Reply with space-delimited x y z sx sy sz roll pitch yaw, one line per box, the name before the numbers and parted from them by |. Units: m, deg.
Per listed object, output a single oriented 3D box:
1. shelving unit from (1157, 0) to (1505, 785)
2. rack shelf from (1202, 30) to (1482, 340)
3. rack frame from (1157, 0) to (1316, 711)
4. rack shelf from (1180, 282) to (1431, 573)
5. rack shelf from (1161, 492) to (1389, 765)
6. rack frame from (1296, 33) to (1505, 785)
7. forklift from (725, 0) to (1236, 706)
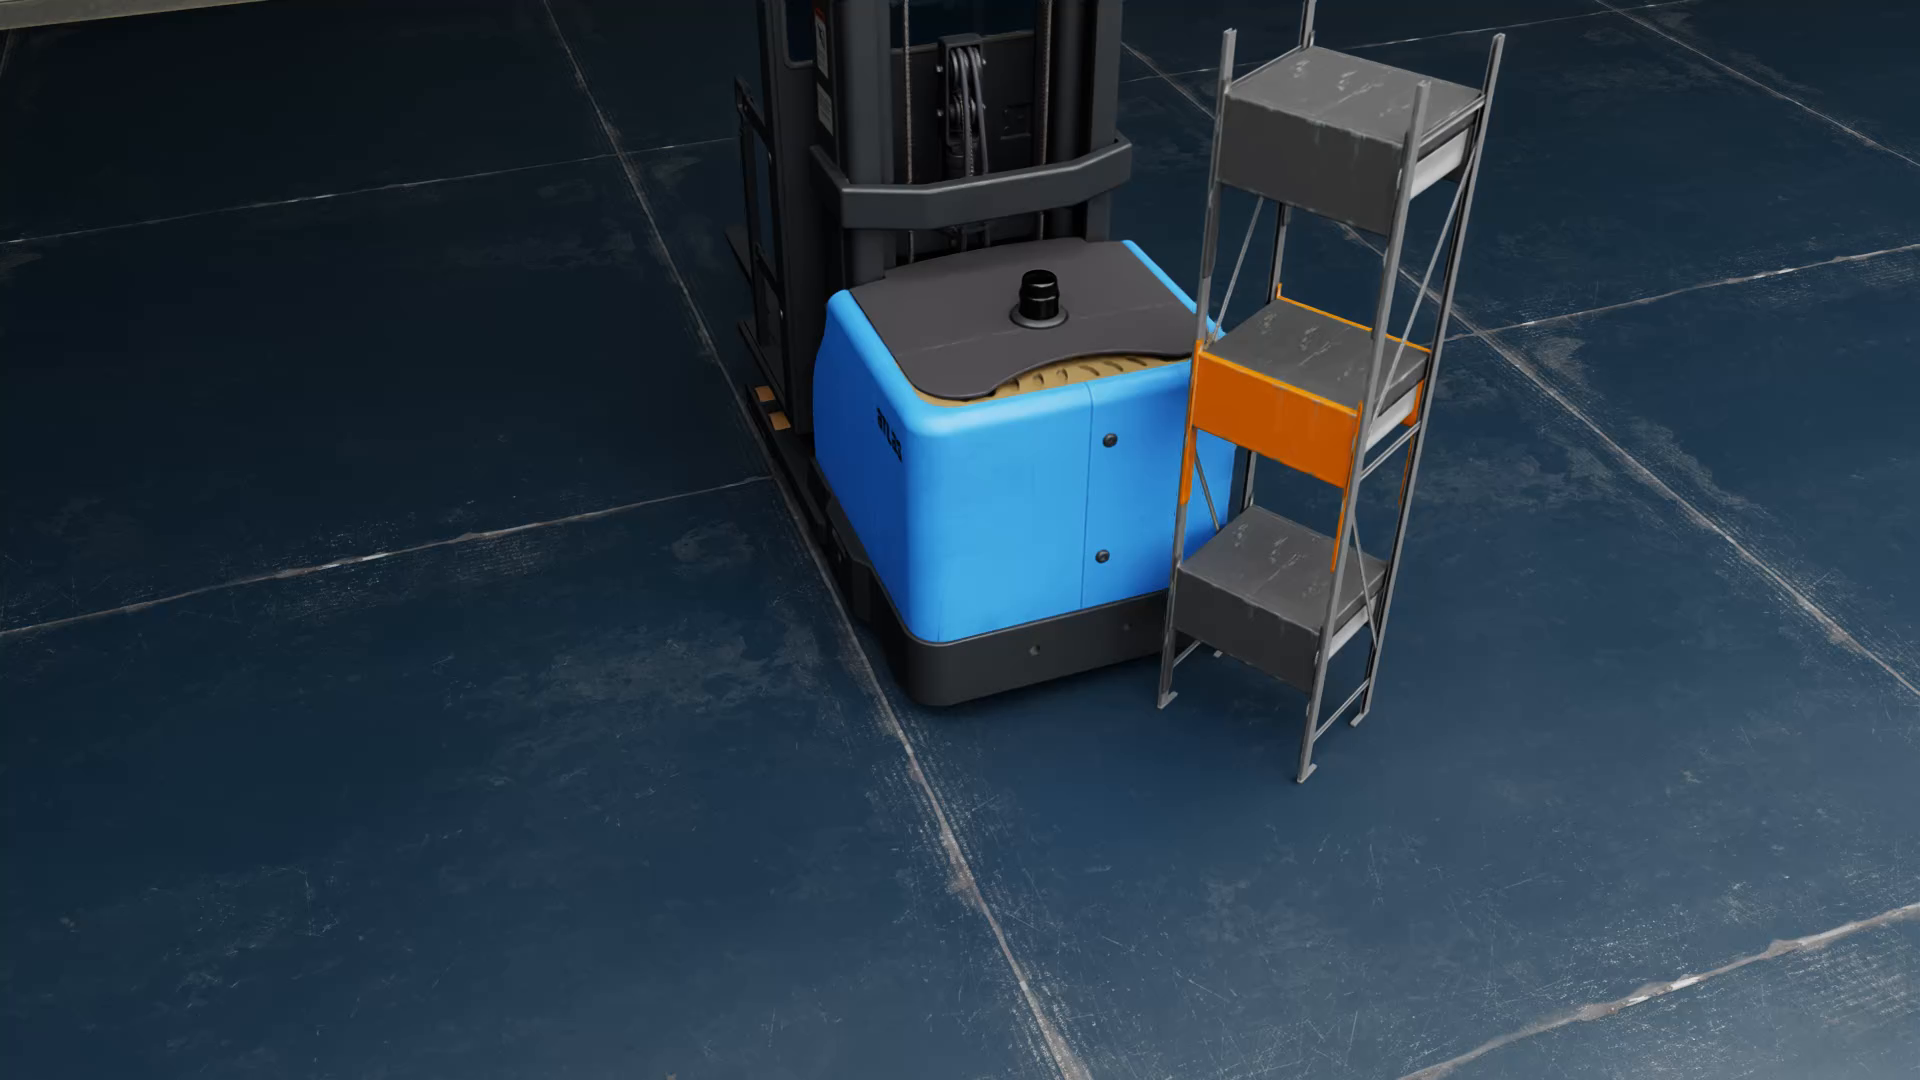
shelving unit | 0.921 -0.319 4.427 0.503 2.100 0.431 27 45 31
rack shelf | 0.922 -0.866 4.013 0.480 0.518 0.431 27 45 31
rack frame | 0.734 -0.413 4.552 0.015 2.100 0.400 27 45 31
rack shelf | 0.921 -0.308 4.435 0.480 0.518 0.431 27 45 31
rack shelf | 0.921 0.251 4.857 0.480 0.518 0.431 27 45 31
rack frame | 1.109 -0.224 4.302 0.015 2.100 0.400 27 45 31
forklift | -0.165 -1.561 5.386 1.130 2.935 3.031 -13 39 -16
